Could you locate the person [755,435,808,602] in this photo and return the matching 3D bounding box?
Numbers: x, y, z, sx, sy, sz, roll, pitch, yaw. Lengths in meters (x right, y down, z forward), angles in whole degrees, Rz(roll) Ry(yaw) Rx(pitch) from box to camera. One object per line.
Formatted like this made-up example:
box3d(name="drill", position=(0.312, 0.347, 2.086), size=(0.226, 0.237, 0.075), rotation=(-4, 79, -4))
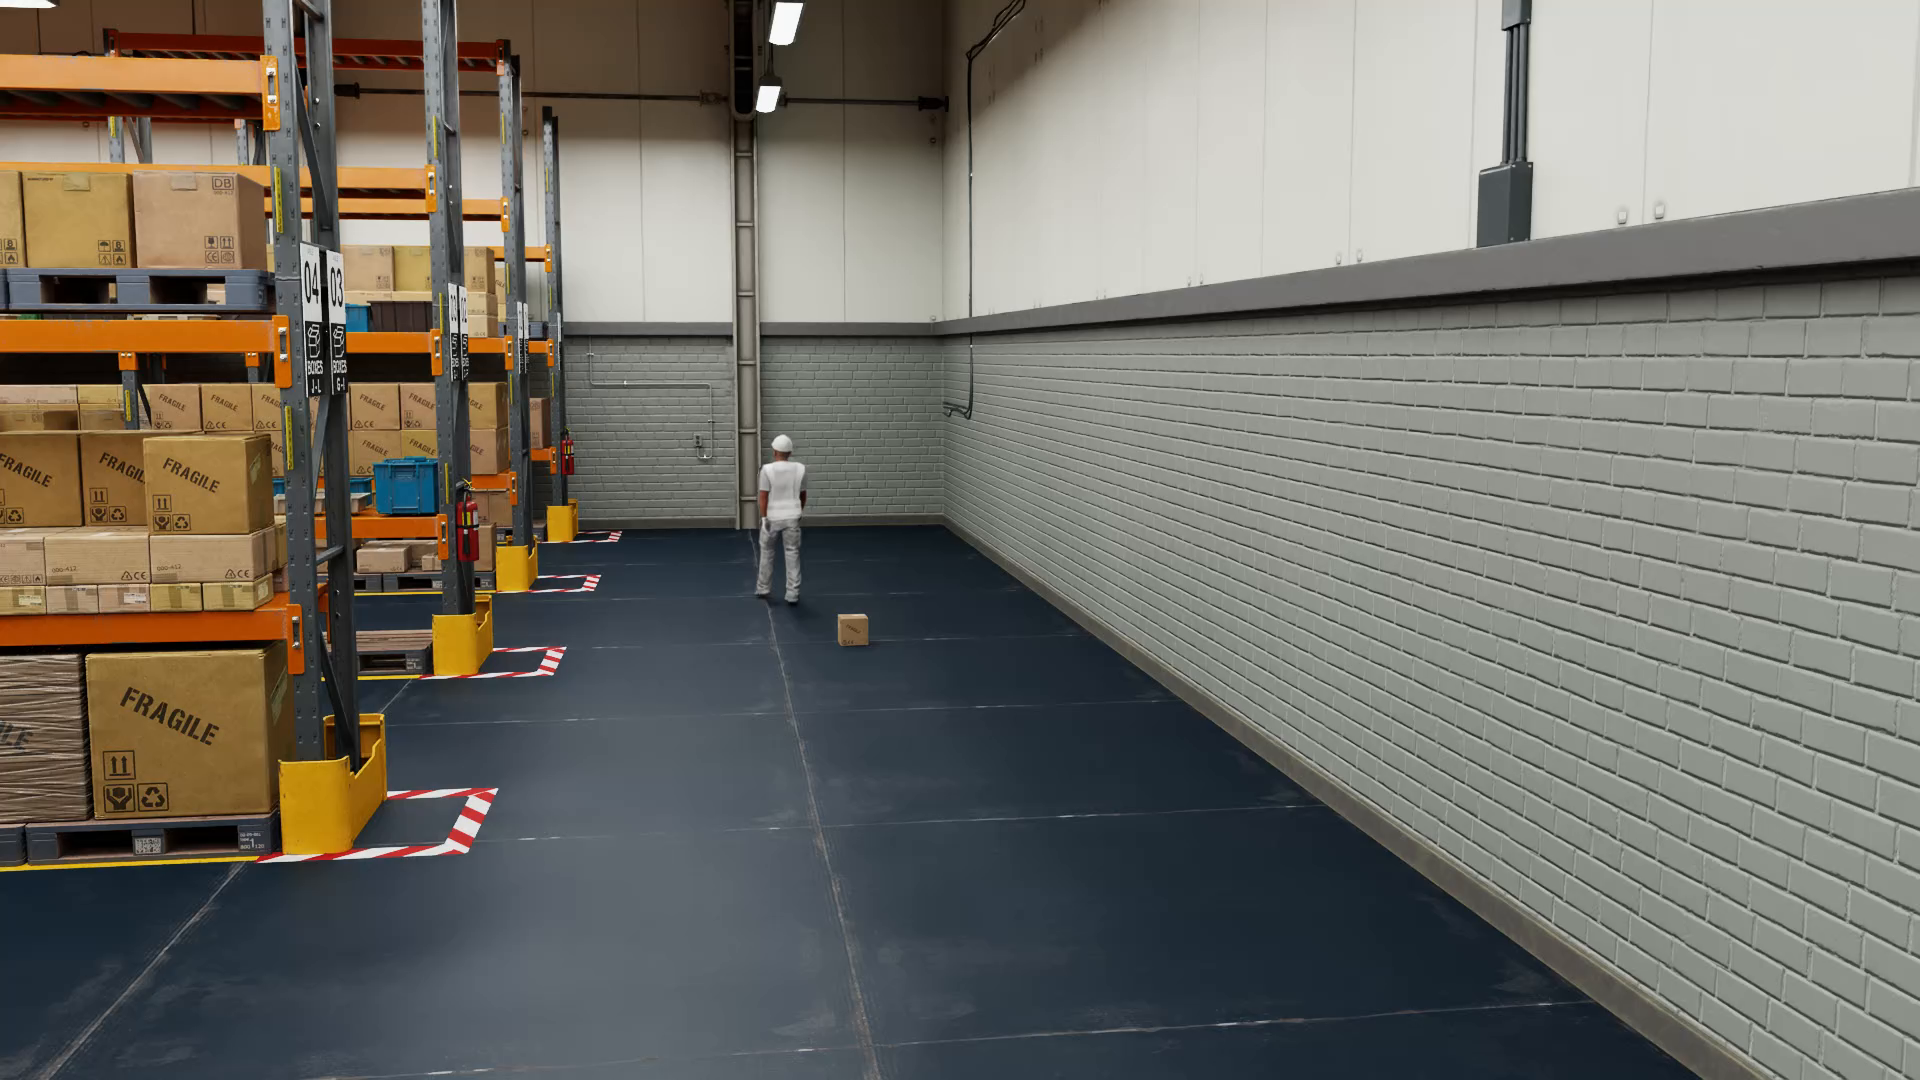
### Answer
box3d(name="person", position=(-1.914, -0.249, 17.713), size=(0.548, 1.754, 0.898), rotation=(-2, 7, -18))
